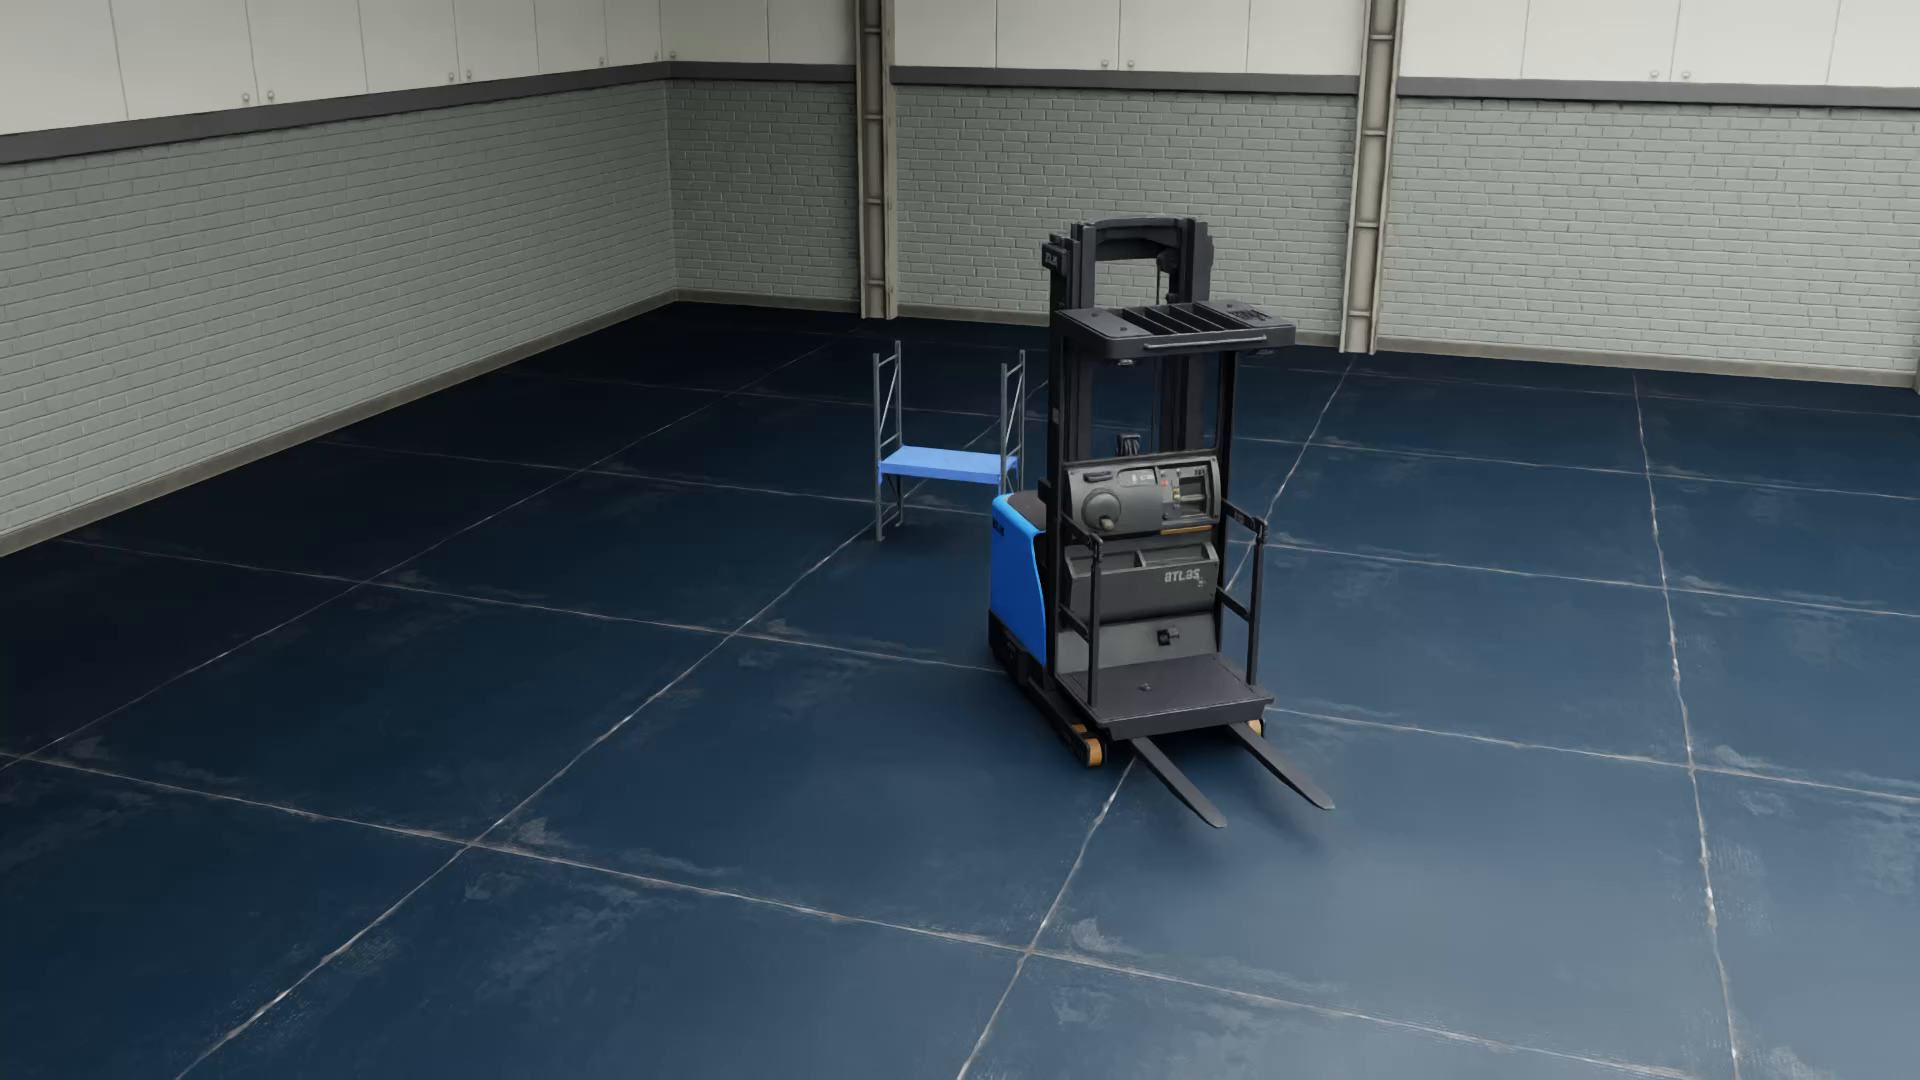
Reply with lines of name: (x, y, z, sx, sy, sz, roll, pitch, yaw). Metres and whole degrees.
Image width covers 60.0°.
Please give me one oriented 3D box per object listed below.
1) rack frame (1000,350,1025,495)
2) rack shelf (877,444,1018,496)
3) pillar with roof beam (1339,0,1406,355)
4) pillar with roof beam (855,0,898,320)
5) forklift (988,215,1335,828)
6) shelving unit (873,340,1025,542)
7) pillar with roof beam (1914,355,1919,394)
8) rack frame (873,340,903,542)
rack frame: (0.400, -0.663, 12.698, 0.032, 1.500, 0.500, 7, 20, 18)
rack shelf: (-0.081, -0.548, 12.915, 1.000, 0.185, 0.538, 7, 20, 18)
pillar with roof beam: (3.228, -5.116, 14.082, 0.400, 9.000, 9.100, 7, 20, 18)
pillar with roof beam: (-2.440, -5.764, 15.941, 0.400, 9.000, 9.100, 7, 20, 18)
forklift: (1.127, -0.248, 9.335, 1.130, 2.935, 3.031, -6, 20, -17)
shelving unit: (-0.081, -0.717, 12.856, 1.048, 1.500, 0.538, 7, 20, 18)
pillar with roof beam: (8.895, -4.468, 12.223, 0.400, 9.000, 9.100, 7, 20, 18)
rack frame: (-0.561, -0.772, 13.013, 0.032, 1.500, 0.500, 7, 20, 18)
